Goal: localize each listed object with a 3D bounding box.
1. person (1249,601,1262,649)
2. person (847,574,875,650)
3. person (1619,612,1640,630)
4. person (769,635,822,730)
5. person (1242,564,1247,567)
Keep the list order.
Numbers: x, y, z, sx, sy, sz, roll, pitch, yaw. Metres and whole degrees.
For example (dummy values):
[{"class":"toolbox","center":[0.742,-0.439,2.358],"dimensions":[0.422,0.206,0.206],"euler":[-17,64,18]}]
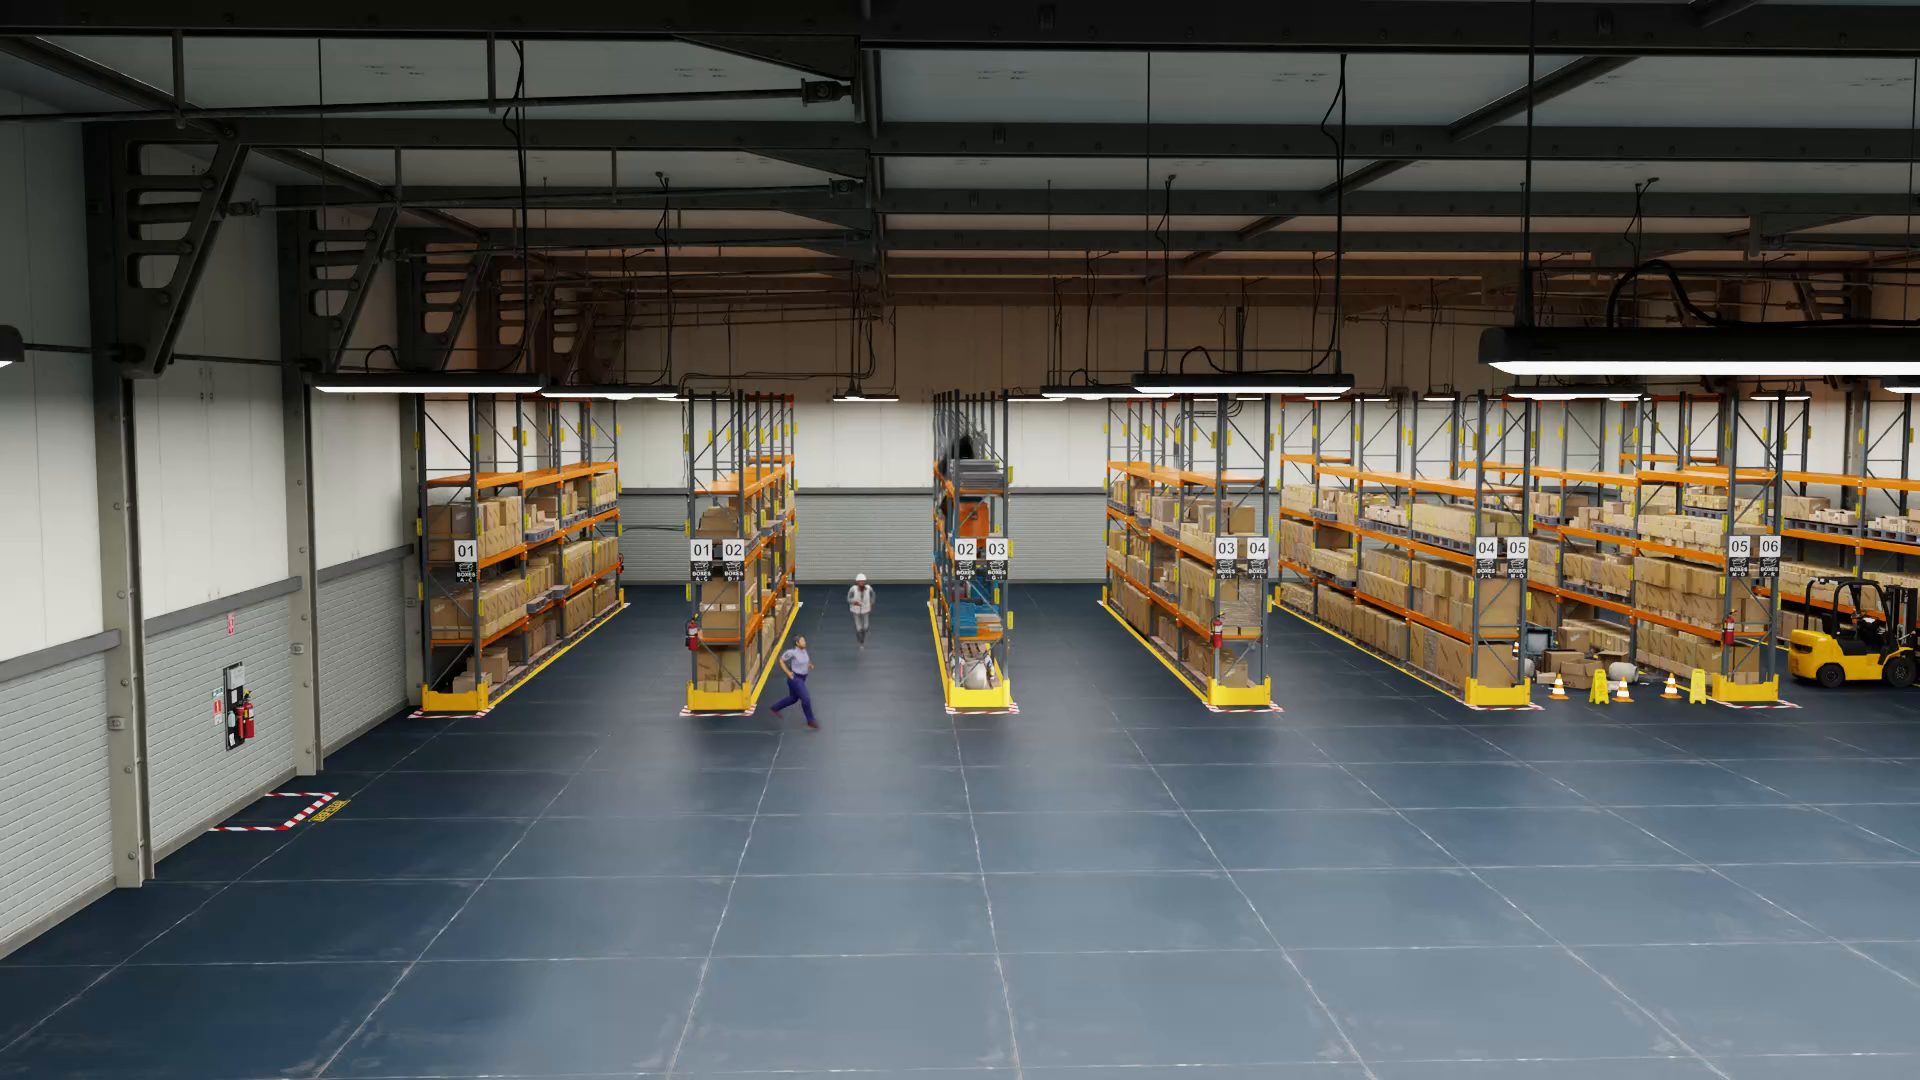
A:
[{"class":"person","center":[6.850,1.709,39.251],"dimensions":[0.629,1.680,0.677],"euler":[-1,5,-10]},{"class":"person","center":[-2.180,1.594,36.785],"dimensions":[0.649,1.714,0.725],"euler":[-1,5,-8]},{"class":"person","center":[16.522,1.568,40.930],"dimensions":[0.607,1.691,0.918],"euler":[0,5,-4]},{"class":"person","center":[-2.915,2.520,29.496],"dimensions":[1.058,1.686,0.572],"euler":[1,5,16]},{"class":"person","center":[8.305,0.954,48.046],"dimensions":[0.706,1.712,0.546],"euler":[2,5,21]}]
